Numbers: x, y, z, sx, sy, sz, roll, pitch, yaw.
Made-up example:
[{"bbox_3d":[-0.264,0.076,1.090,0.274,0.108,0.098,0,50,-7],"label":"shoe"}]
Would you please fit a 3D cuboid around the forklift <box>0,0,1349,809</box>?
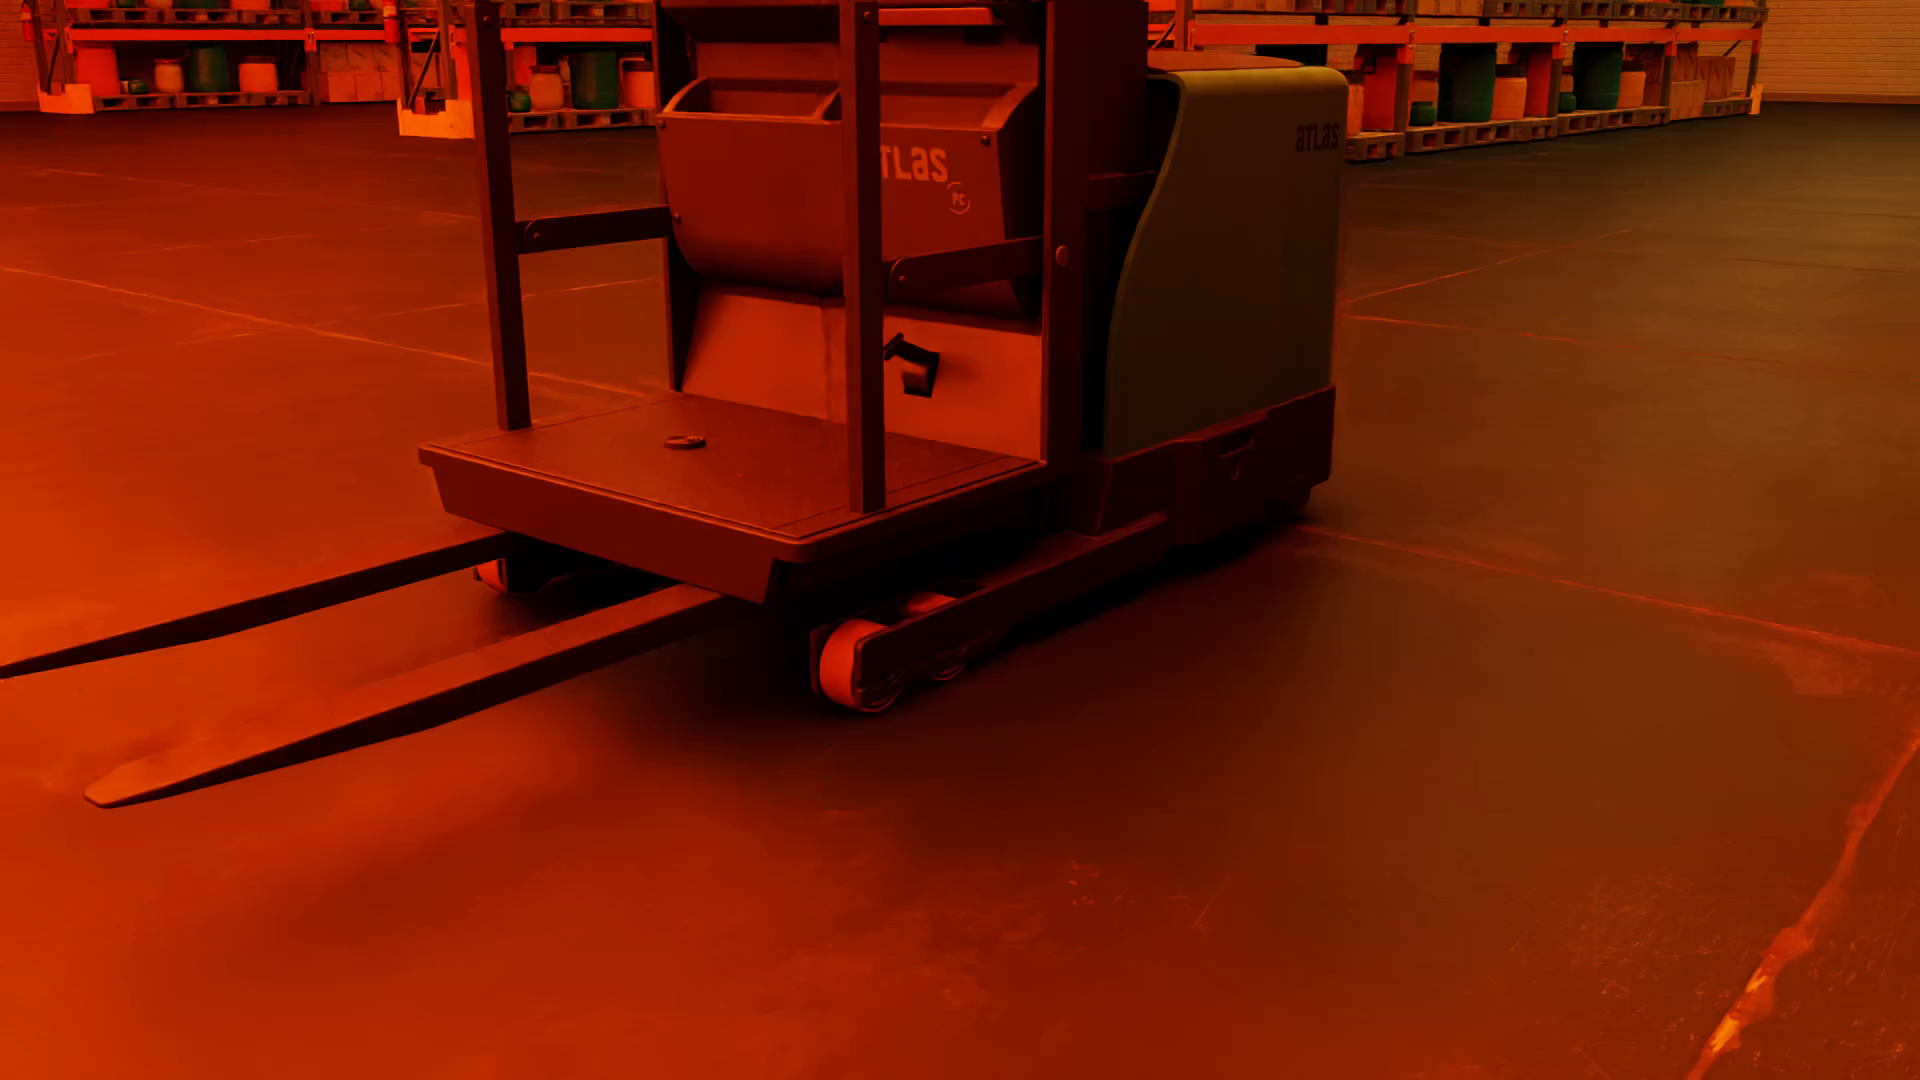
[{"bbox_3d":[-0.378,-1.259,3.044,1.130,2.935,3.031,13,21,37],"label":"forklift"}]
